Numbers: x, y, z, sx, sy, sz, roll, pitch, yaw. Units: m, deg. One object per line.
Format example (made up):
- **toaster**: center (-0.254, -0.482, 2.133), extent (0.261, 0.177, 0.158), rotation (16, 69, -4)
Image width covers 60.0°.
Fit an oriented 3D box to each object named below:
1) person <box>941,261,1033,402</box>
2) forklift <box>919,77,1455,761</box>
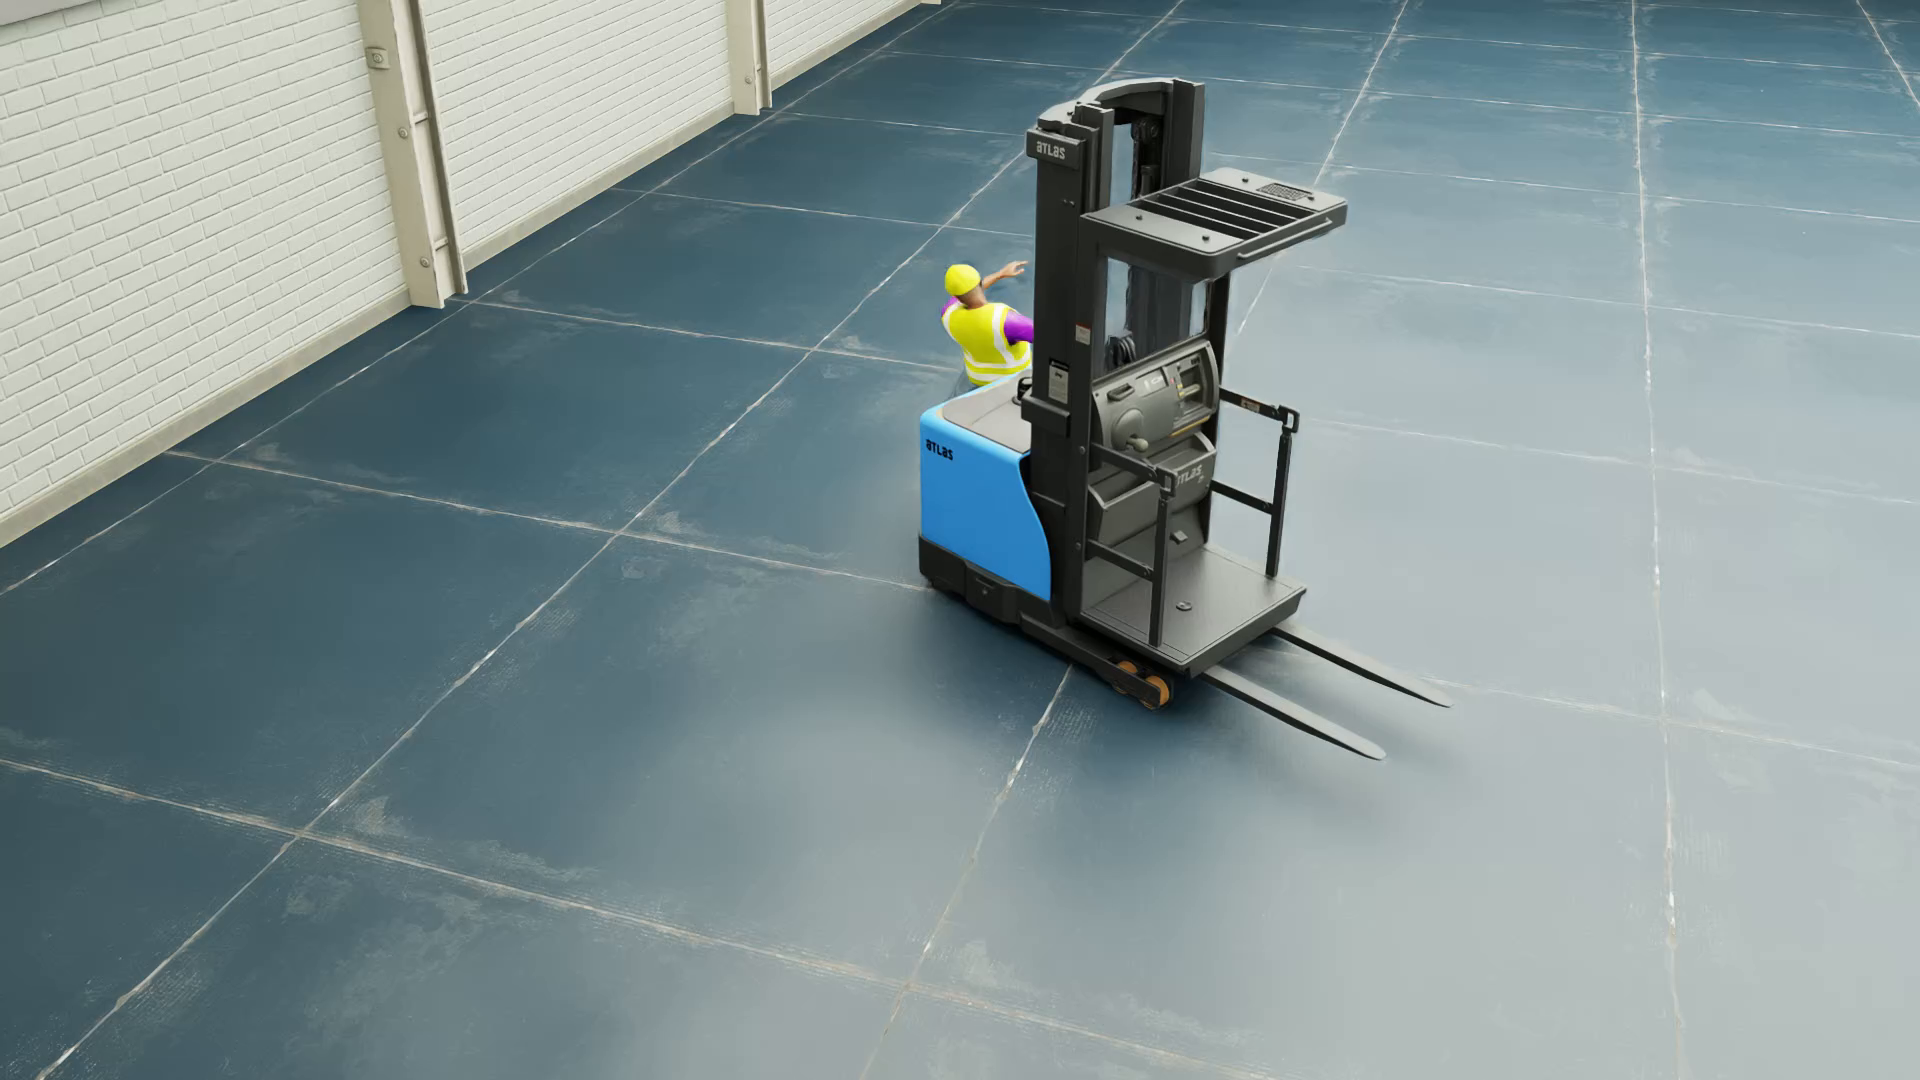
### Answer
- **person**: center (0.349, -1.044, 10.324), extent (0.972, 1.518, 0.800), rotation (5, 30, 8)
- **forklift**: center (1.155, -0.694, 8.353), extent (1.130, 2.935, 3.031), rotation (-26, 39, -38)
